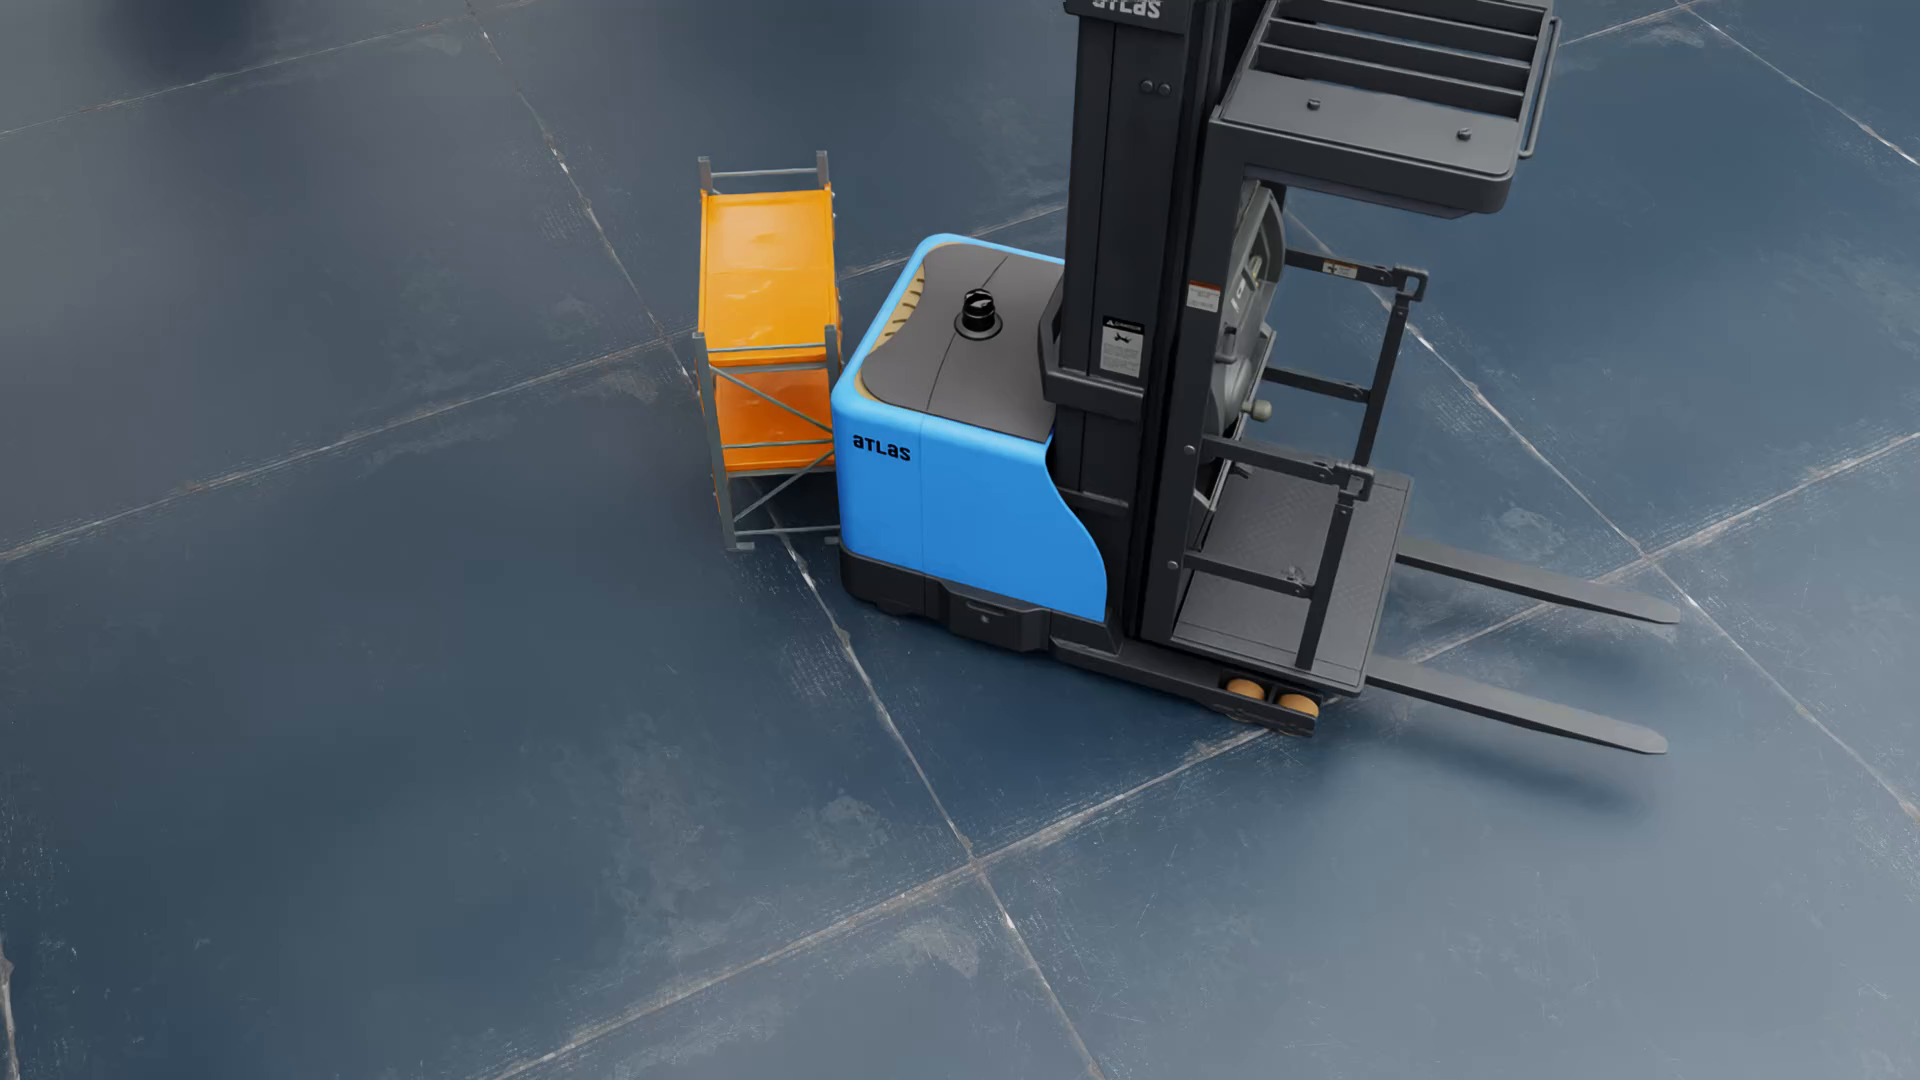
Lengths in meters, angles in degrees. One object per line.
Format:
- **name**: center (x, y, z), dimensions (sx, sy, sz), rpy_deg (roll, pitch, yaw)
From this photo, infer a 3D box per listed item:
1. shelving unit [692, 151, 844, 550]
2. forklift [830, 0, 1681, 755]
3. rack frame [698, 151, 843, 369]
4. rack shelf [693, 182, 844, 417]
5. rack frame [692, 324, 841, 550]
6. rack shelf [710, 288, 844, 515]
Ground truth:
- **shelving unit**: center (-0.723, -0.738, 6.541), dimensions (0.538, 1.125, 1.048), rpy_deg (-4, 49, -3)
- **forklift**: center (1.114, -0.708, 5.315), dimensions (3.031, 2.935, 1.130), rpy_deg (15, 51, 13)
- **rack frame**: center (-0.766, -1.119, 6.874), dimensions (0.500, 1.125, 0.032), rpy_deg (-4, 49, -3)
- **rack shelf**: center (-0.723, -0.931, 6.320), dimensions (0.538, 0.278, 1.000), rpy_deg (-4, 49, -3)
- **rack frame**: center (-0.681, -0.357, 6.207), dimensions (0.500, 1.125, 0.032), rpy_deg (-4, 49, -3)
- **rack shelf**: center (-0.723, -0.577, 6.725), dimensions (0.538, 0.278, 1.000), rpy_deg (-4, 49, -3)
